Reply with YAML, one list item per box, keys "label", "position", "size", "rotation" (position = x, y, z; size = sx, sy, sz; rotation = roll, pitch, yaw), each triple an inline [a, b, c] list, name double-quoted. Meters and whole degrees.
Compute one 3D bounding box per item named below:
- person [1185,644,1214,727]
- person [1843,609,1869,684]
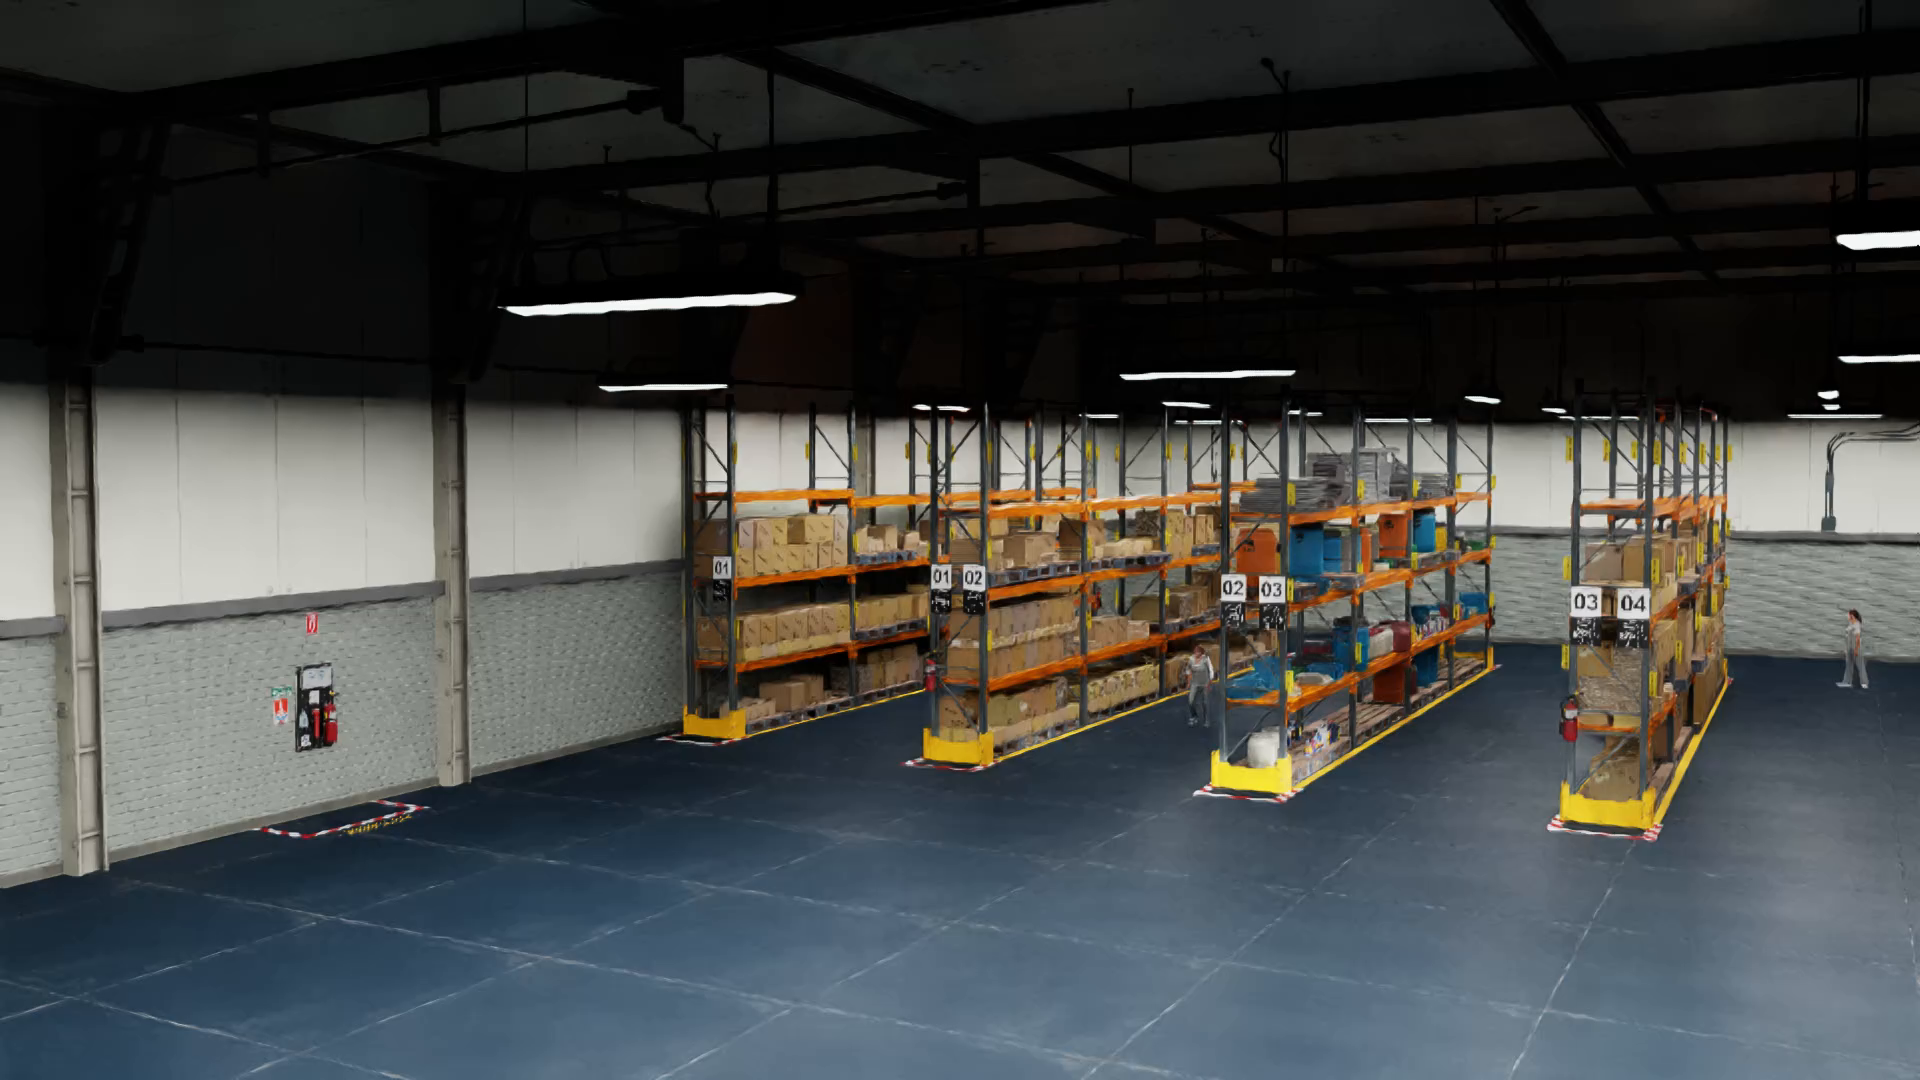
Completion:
- label: "person"
  position: [4.377, 2.641, 30.334]
  size: [0.566, 1.541, 0.519]
  rotation: [1, 3, 25]
- label: "person"
  position: [19.117, 2.273, 35.459]
  size: [0.457, 1.610, 0.498]
  rotation: [0, 3, 9]
